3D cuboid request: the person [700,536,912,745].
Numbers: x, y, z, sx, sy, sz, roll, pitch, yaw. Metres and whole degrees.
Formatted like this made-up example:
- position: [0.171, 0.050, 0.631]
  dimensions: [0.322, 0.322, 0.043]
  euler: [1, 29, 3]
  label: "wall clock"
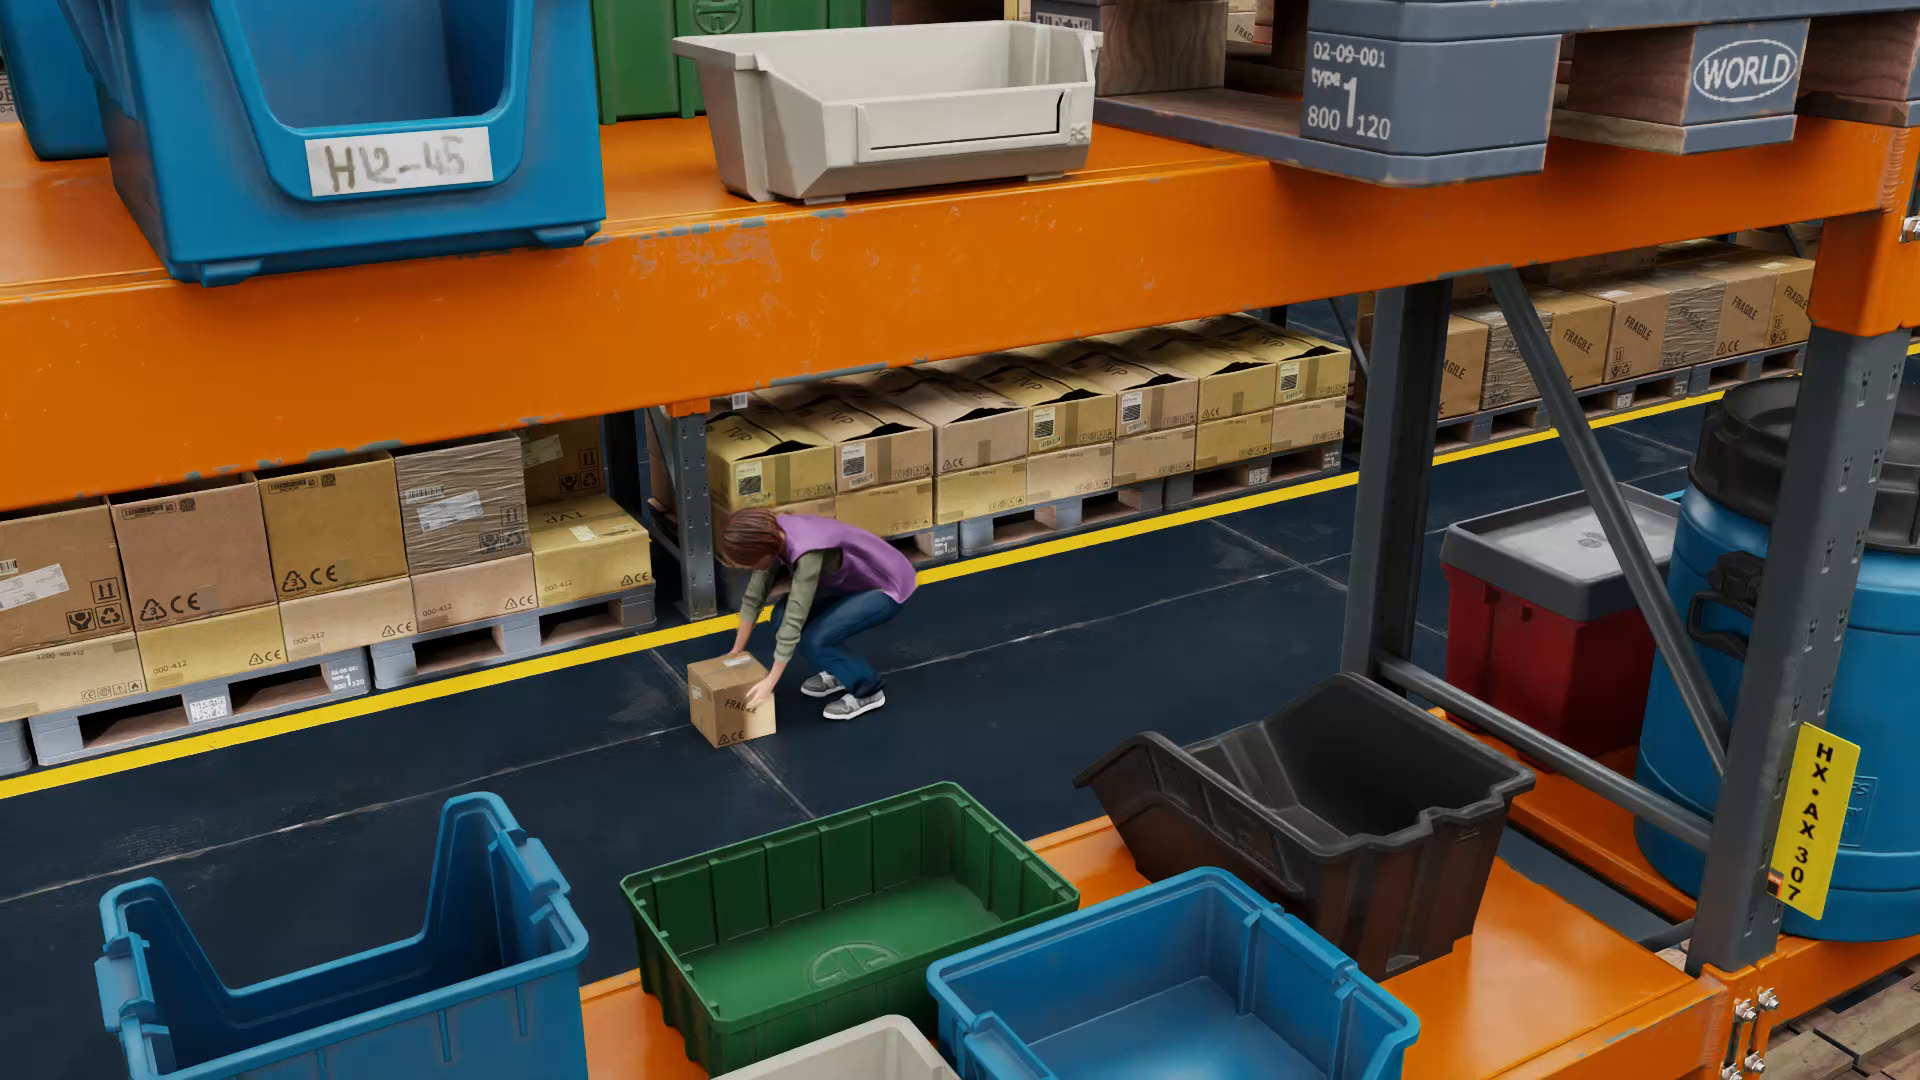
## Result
- position: [-0.591, 0.362, 6.449]
  dimensions: [0.869, 0.711, 0.419]
  euler: [-12, 25, -27]
  label: "person"
